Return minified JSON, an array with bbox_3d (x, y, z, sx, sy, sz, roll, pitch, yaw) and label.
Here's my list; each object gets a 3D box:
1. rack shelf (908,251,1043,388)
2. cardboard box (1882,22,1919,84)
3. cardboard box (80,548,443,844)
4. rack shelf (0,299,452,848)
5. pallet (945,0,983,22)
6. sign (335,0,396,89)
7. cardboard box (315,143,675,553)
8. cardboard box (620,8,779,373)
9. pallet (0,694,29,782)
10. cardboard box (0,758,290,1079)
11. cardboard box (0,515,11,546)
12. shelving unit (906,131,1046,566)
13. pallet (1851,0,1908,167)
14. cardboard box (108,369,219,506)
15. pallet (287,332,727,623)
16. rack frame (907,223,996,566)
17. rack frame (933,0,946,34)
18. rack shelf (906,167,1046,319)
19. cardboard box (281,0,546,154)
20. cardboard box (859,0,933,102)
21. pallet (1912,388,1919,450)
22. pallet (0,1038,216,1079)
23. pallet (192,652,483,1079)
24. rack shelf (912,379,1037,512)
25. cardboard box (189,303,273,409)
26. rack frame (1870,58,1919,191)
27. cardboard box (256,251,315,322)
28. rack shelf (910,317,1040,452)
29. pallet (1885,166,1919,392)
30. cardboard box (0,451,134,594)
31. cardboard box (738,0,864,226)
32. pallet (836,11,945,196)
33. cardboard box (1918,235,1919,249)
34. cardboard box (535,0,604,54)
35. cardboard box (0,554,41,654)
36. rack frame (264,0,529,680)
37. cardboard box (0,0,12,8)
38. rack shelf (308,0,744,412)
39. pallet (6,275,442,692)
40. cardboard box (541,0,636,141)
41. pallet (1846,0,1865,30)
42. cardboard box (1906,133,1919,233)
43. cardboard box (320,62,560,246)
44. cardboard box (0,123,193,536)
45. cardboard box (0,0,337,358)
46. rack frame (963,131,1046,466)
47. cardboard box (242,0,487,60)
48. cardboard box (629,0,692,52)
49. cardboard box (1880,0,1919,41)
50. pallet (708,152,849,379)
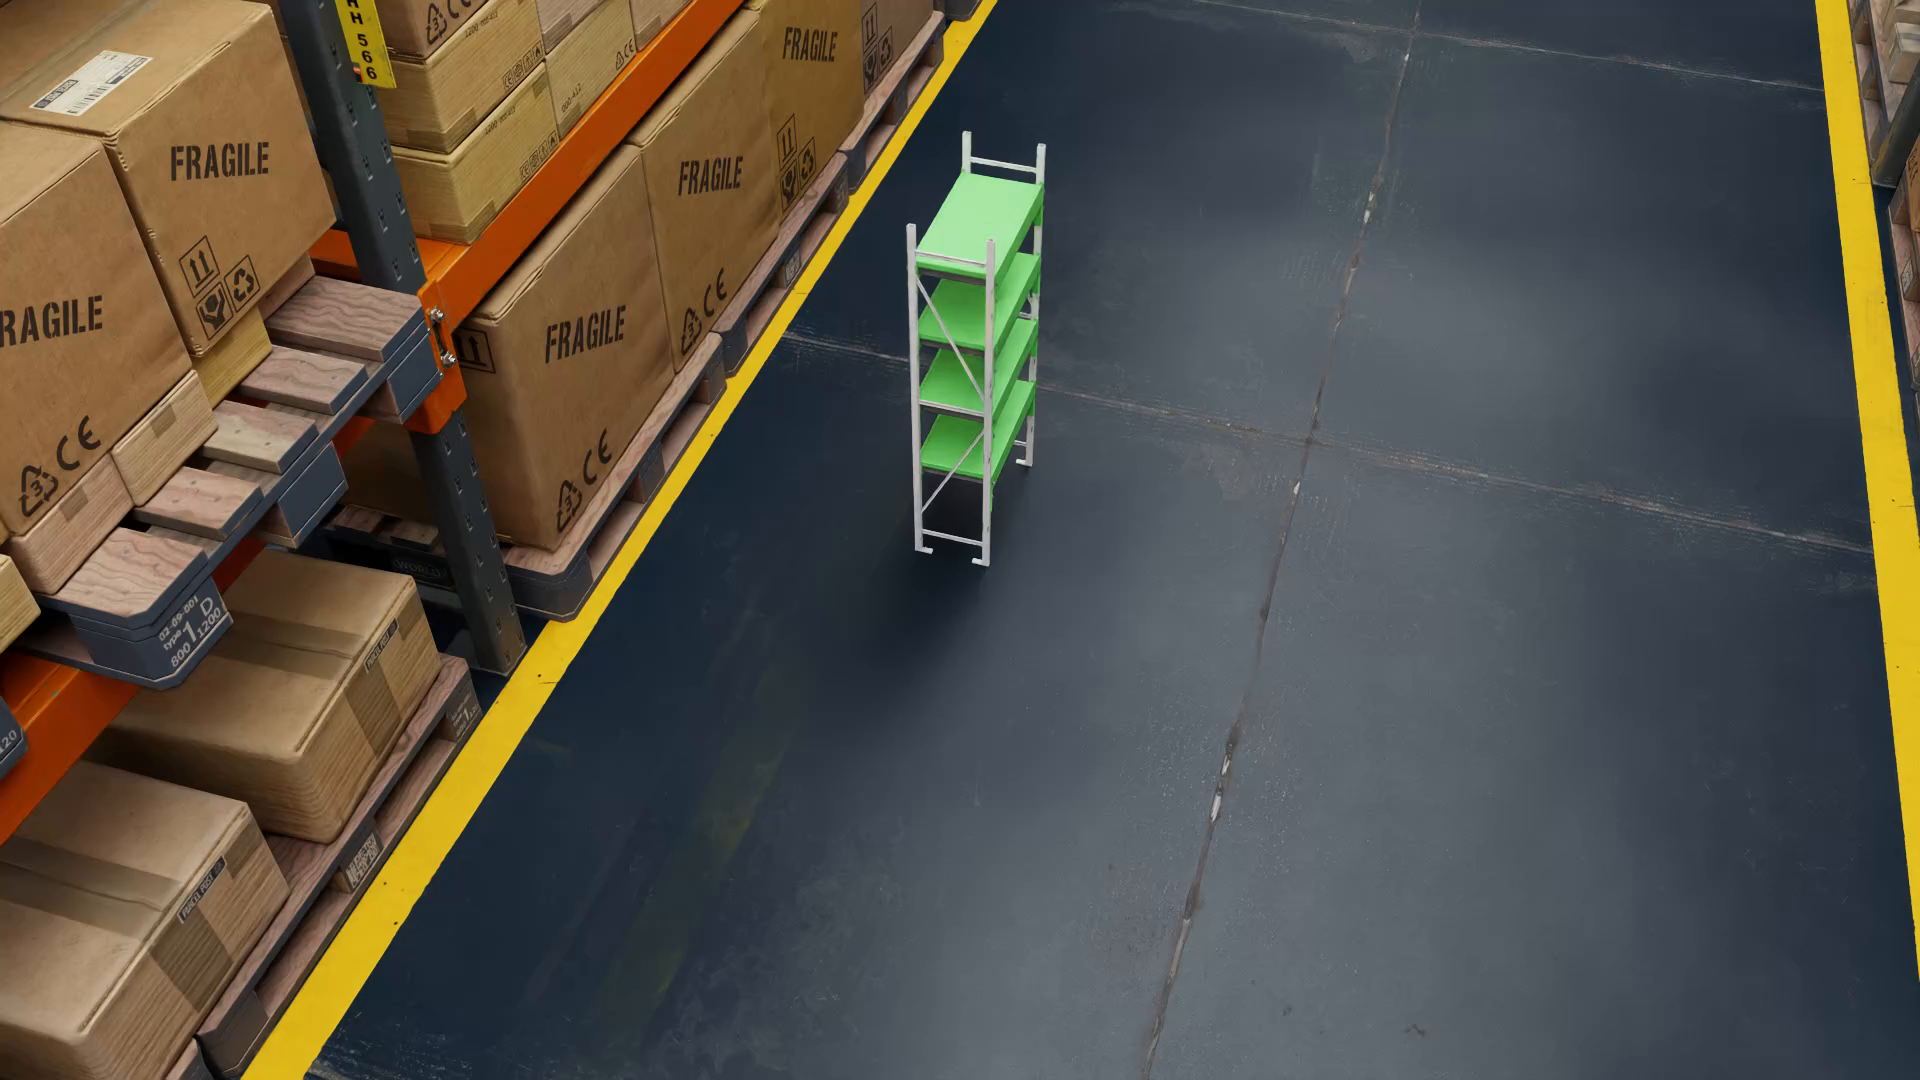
[{"bbox_3d":[0.050,-0.665,4.820,0.258,0.148,0.480,13,46,13],"label":"rack shelf"},{"bbox_3d":[4.060,-1.996,6.883,0.380,0.149,0.250,11,45,11],"label":"cardboard box"},{"bbox_3d":[-1.952,0.350,4.326,0.950,0.372,0.625,10,45,10],"label":"cardboard box"},{"bbox_3d":[-2.378,0.776,2.826,1.077,0.370,4.000,13,46,13],"label":"rack shelf"},{"bbox_3d":[-0.256,-2.974,8.138,1.003,0.211,1.213,13,46,13],"label":"pallet"},{"bbox_3d":[-1.252,-1.091,3.449,0.100,0.325,0.005,13,46,13],"label":"sign"},{"bbox_3d":[-1.484,-0.647,4.986,0.875,0.875,0.875,12,46,12],"label":"cardboard box"},{"bbox_3d":[-1.209,-1.241,5.592,0.875,0.875,0.875,13,46,13],"label":"cardboard box"},{"bbox_3d":[-2.332,0.583,2.647,1.003,0.211,1.213,13,46,13],"label":"pallet"},{"bbox_3d":[-2.168,0.843,3.822,0.950,0.372,0.625,12,46,12],"label":"cardboard box"},{"bbox_3d":[-1.942,-0.060,2.583,0.500,0.500,0.500,10,45,10],"label":"cardboard box"},{"bbox_3d":[0.050,-0.539,4.943,0.258,1.200,0.503,13,46,13],"label":"shelving unit"},{"bbox_3d":[4.380,-1.892,7.033,1.003,0.211,1.213,13,46,13],"label":"pallet"},{"bbox_3d":[-1.693,-0.234,3.224,0.380,0.149,0.250,12,46,12],"label":"cardboard box"},{"bbox_3d":[-1.461,-0.327,5.433,1.003,0.211,1.213,13,46,13],"label":"pallet"},{"bbox_3d":[-0.024,-0.377,4.777,0.240,1.200,0.015,13,46,13],"label":"rack frame"},{"bbox_3d":[-0.561,-3.480,6.662,1.000,3.000,0.127,13,46,13],"label":"rack frame"},{"bbox_3d":[0.050,-0.837,4.652,0.258,0.148,0.480,13,46,13],"label":"rack shelf"},{"bbox_3d":[-1.383,-1.224,4.106,0.500,0.250,0.500,12,46,12],"label":"cardboard box"},{"bbox_3d":[-0.672,-2.440,6.818,0.875,0.875,0.875,14,46,14],"label":"cardboard box"},{"bbox_3d":[3.593,-0.068,5.169,1.003,0.211,1.213,13,46,13],"label":"pallet"},{"bbox_3d":[-2.381,1.514,3.552,1.003,0.211,1.213,13,46,13],"label":"pallet"},{"bbox_3d":[-2.010,0.703,4.380,1.003,0.211,1.213,13,46,13],"label":"pallet"},{"bbox_3d":[0.050,-0.322,5.156,0.258,0.148,0.480,13,46,13],"label":"rack shelf"},{"bbox_3d":[-1.659,-0.412,3.405,0.380,0.149,0.250,13,46,13],"label":"cardboard box"},{"bbox_3d":[4.171,-2.431,5.590,1.000,3.000,0.127,13,46,13],"label":"rack frame"},{"bbox_3d":[-1.647,-0.606,3.604,0.380,0.149,0.250,14,46,14],"label":"cardboard box"},{"bbox_3d":[0.050,-0.494,4.988,0.258,0.148,0.480,13,46,13],"label":"rack shelf"},{"bbox_3d":[3.961,-0.884,6.003,1.003,0.211,1.213,13,46,13],"label":"pallet"},{"bbox_3d":[-1.777,-0.068,3.054,0.380,0.149,0.250,11,45,11],"label":"cardboard box"},{"bbox_3d":[-0.938,-1.837,6.201,0.875,0.875,0.875,14,46,14],"label":"cardboard box"},{"bbox_3d":[-0.722,-1.953,7.095,1.003,0.211,1.213,13,46,13],"label":"pallet"},{"bbox_3d":[3.658,-1.056,5.671,0.500,0.500,0.500,12,46,12],"label":"cardboard box"},{"bbox_3d":[-1.226,-1.569,4.458,0.500,0.250,0.500,14,46,13],"label":"cardboard box"},{"bbox_3d":[-1.847,0.118,2.864,0.380,0.149,0.250,13,46,13],"label":"cardboard box"},{"bbox_3d":[-1.772,-0.814,3.937,1.000,3.000,0.127,13,46,13],"label":"rack frame"},{"bbox_3d":[-2.129,-0.855,3.395,0.500,0.500,0.500,11,46,11],"label":"cardboard box"},{"bbox_3d":[-1.166,-1.890,5.551,1.077,0.370,4.000,13,46,13],"label":"rack shelf"},{"bbox_3d":[-1.886,-0.248,3.495,1.213,0.211,1.003,13,46,13],"label":"pallet"},{"bbox_3d":[-1.245,-1.379,4.622,0.500,0.250,0.500,11,46,11],"label":"cardboard box"},{"bbox_3d":[4.748,-2.708,7.866,1.003,0.211,1.213,13,46,13],"label":"pallet"},{"bbox_3d":[3.810,-1.413,6.036,0.500,0.500,0.500,14,46,14],"label":"cardboard box"},{"bbox_3d":[-1.384,-1.033,4.268,0.500,0.250,0.500,12,46,12],"label":"cardboard box"},{"bbox_3d":[-1.791,-0.397,2.927,0.500,0.500,0.500,12,46,12],"label":"cardboard box"},{"bbox_3d":[-1.645,-0.744,3.281,0.500,0.500,0.500,11,46,11],"label":"cardboard box"},{"bbox_3d":[0.124,-0.702,5.109,0.240,1.200,0.015,13,46,13],"label":"rack frame"},{"bbox_3d":[-1.389,-1.484,3.835,0.500,0.500,0.500,11,45,11],"label":"cardboard box"},{"bbox_3d":[-1.081,-1.728,4.978,0.500,0.250,0.500,14,46,14],"label":"cardboard box"},{"bbox_3d":[4.168,-2.276,7.085,0.396,0.266,0.258,14,46,14],"label":"cardboard box"},{"bbox_3d":[-1.090,-1.137,6.261,1.003,0.211,1.213,13,46,13],"label":"pallet"}]
